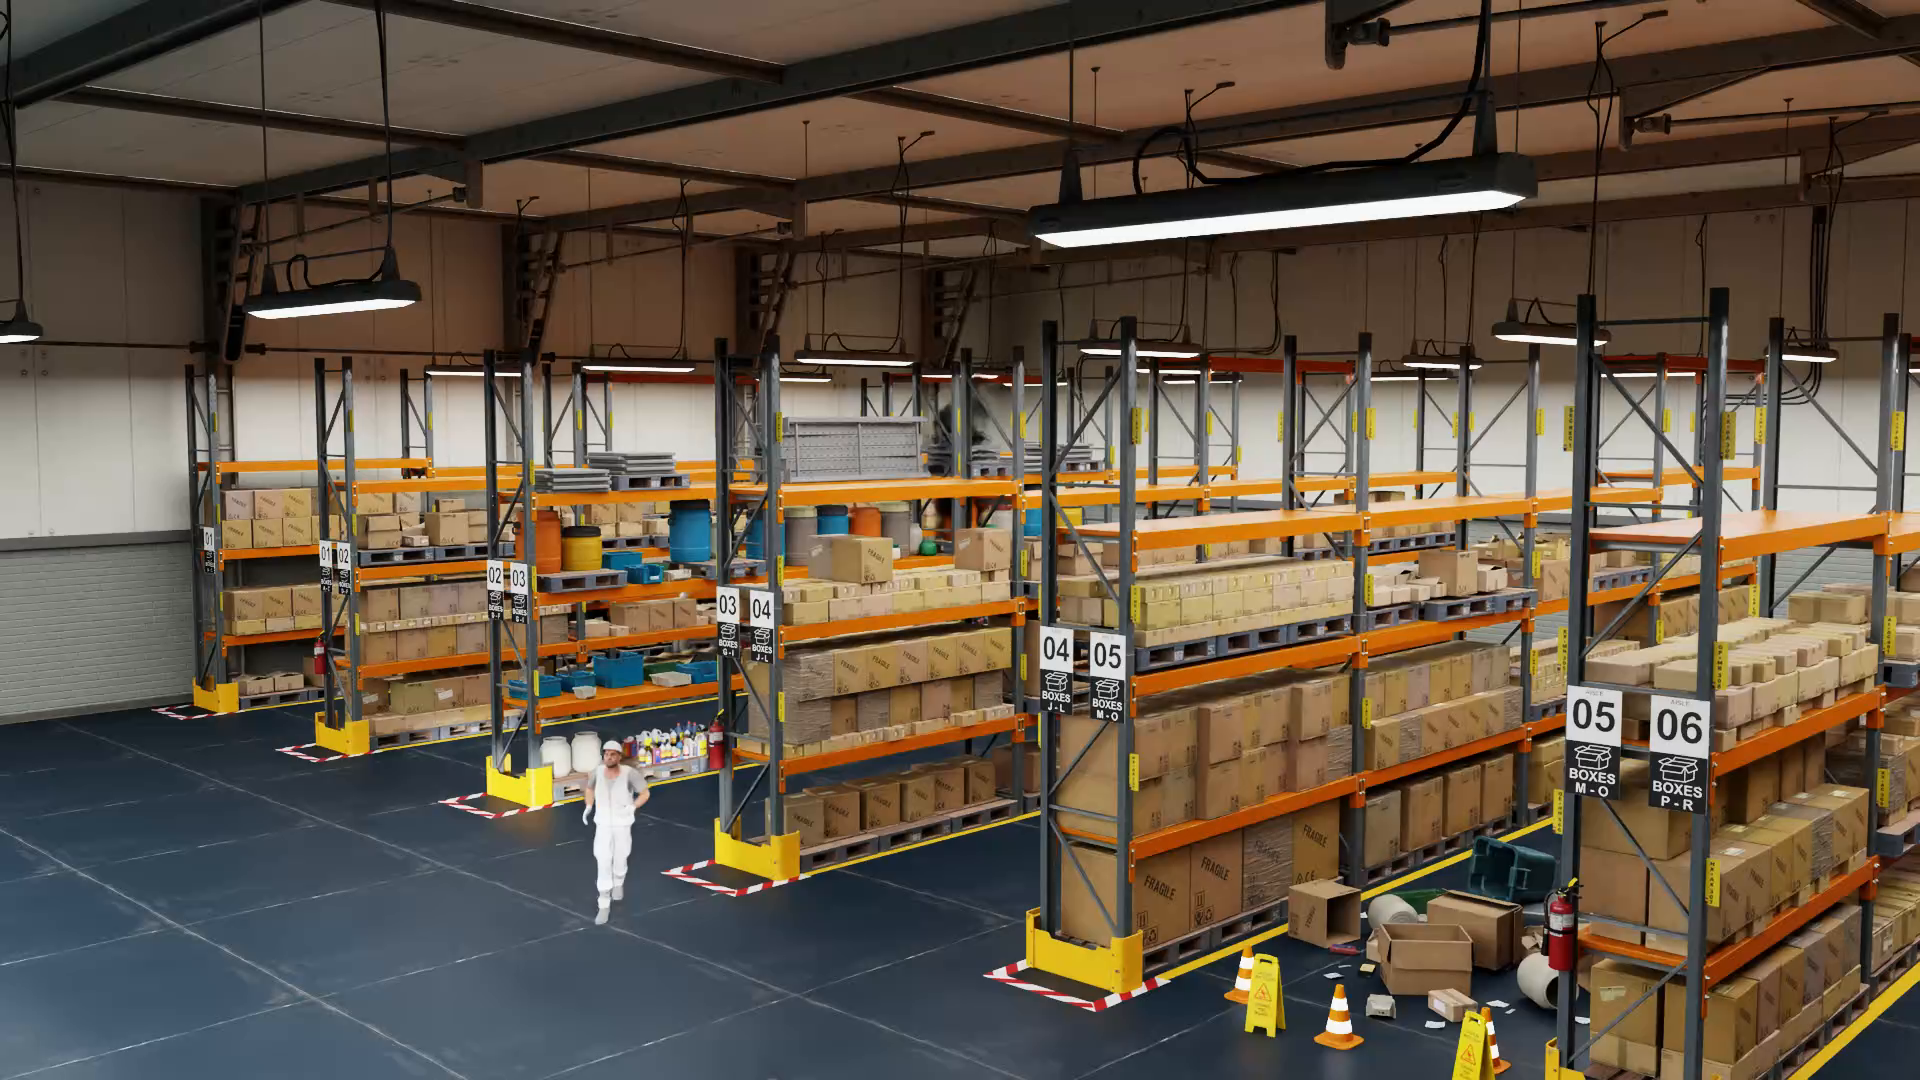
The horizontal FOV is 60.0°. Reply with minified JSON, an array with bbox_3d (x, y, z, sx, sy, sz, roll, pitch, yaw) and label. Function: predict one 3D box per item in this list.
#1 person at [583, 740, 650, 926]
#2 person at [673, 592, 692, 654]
[{"bbox_3d":[-3.533,2.948,17.136,0.677,1.819,0.888,0,4,-3],"label":"person"},{"bbox_3d":[-5.478,1.825,33.061,0.594,1.622,0.556,3,5,35],"label":"person"}]
